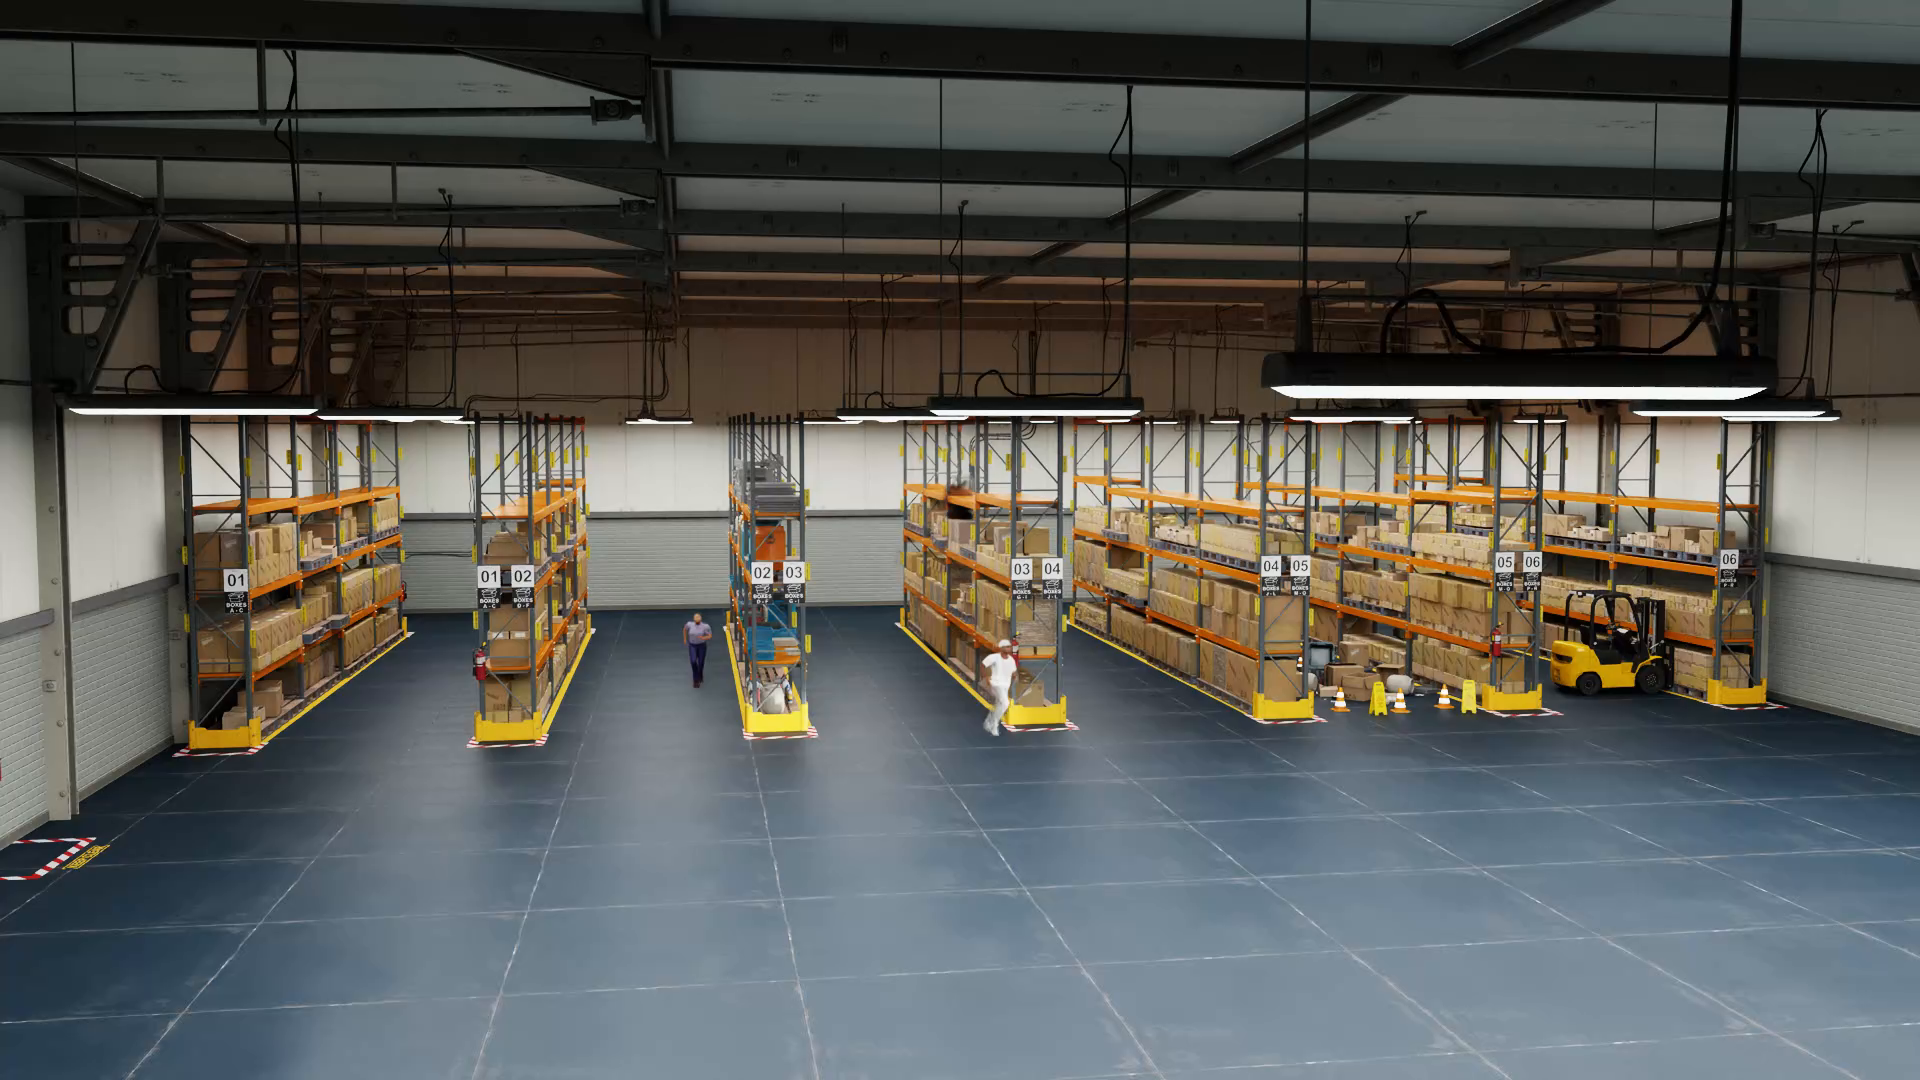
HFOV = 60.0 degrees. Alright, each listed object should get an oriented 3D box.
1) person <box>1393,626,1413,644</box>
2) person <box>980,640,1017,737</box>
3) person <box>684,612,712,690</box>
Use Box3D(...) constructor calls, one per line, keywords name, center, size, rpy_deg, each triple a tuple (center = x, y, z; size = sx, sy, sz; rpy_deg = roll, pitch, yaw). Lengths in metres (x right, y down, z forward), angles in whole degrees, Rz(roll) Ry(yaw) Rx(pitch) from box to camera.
Box3D(name="person", center=(11.395, 1.944, 42.627), size=(0.708, 1.856, 0.840), rpy_deg=(-1, 4, -12))
Box3D(name="person", center=(0.775, 2.752, 31.068), size=(0.672, 1.776, 0.711), rpy_deg=(4, 5, 43))
Box3D(name="person", center=(-5.775, 2.424, 36.673), size=(0.627, 1.695, 0.868), rpy_deg=(0, 4, -5))
